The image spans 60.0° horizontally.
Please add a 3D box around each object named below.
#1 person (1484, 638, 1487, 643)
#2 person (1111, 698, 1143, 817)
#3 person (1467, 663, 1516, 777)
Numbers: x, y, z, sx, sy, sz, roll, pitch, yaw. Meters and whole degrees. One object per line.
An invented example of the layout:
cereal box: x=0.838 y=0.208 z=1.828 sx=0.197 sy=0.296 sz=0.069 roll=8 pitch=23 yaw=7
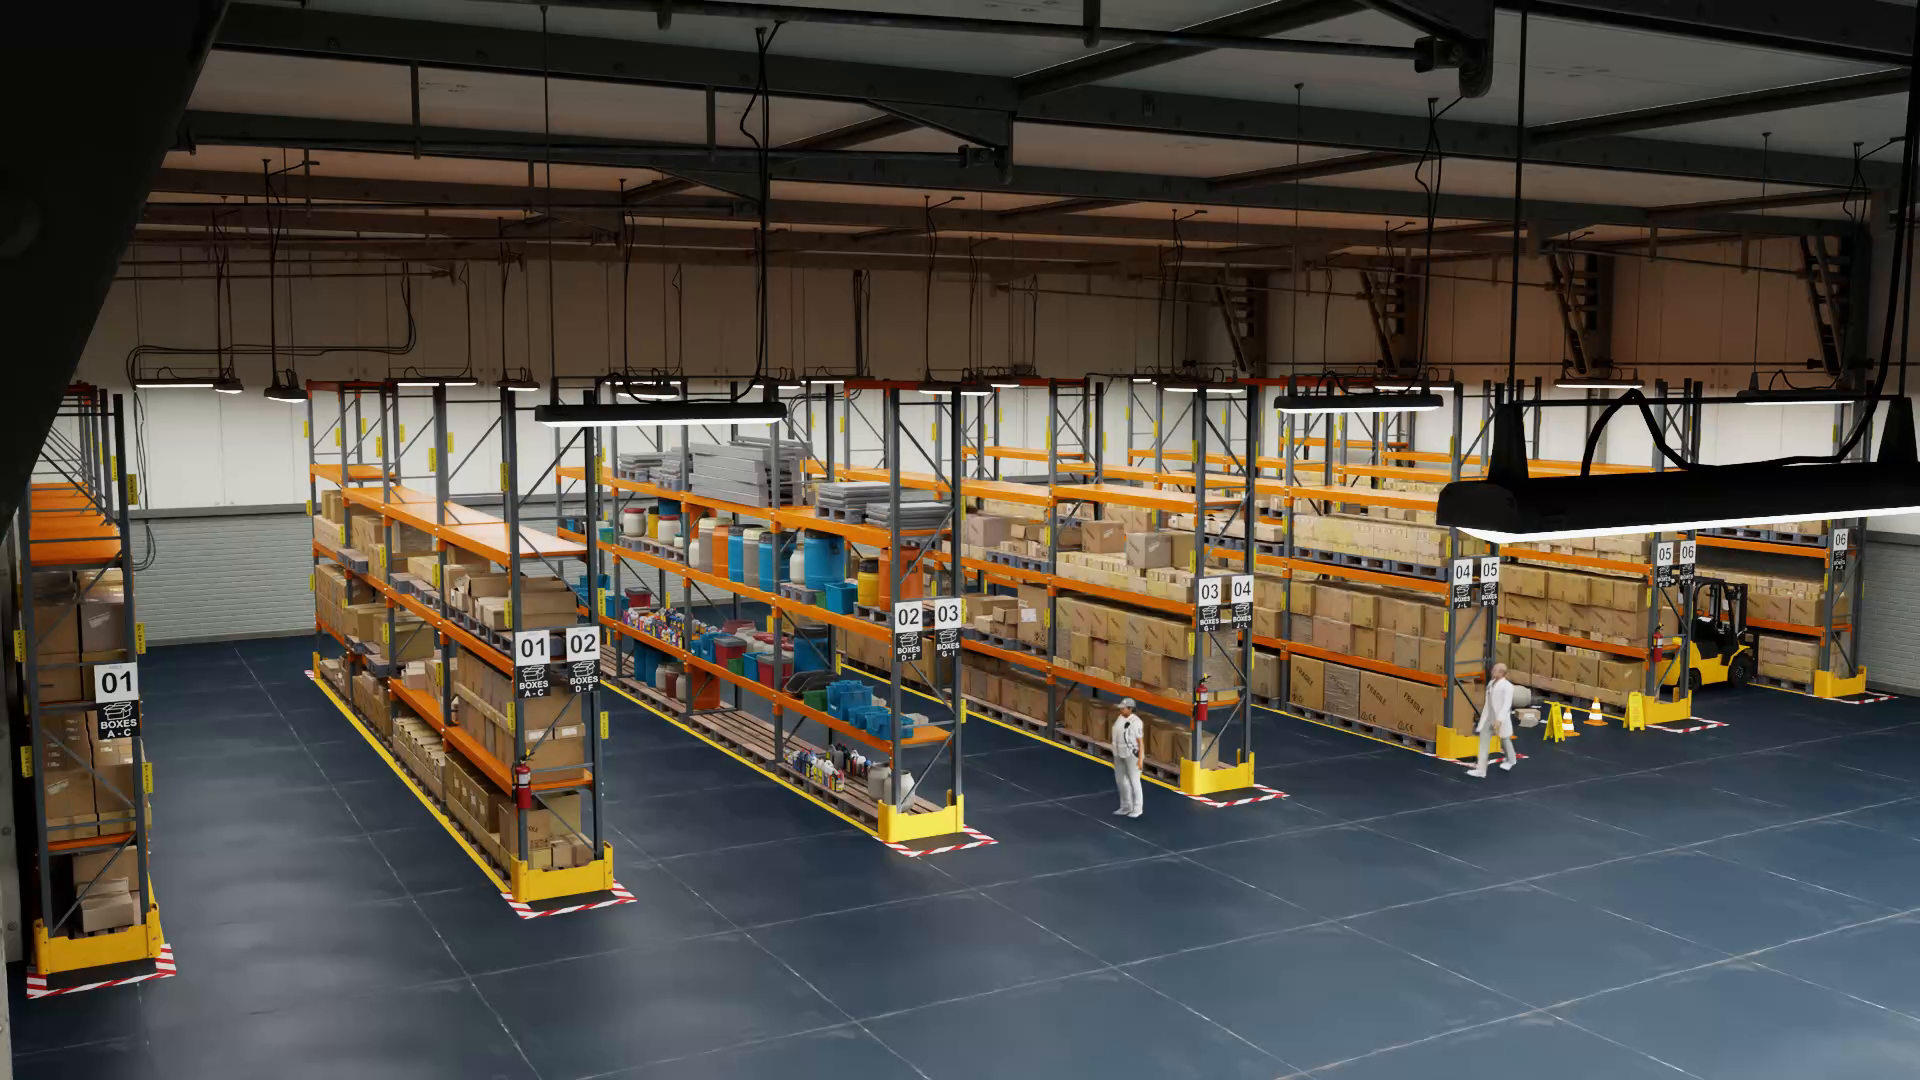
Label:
person: x=11.690 y=1.459 z=37.525 sx=0.607 sy=1.801 sz=0.689 roll=-5 pitch=8 yaw=-42
person: x=2.351 y=3.052 z=23.229 sx=0.405 sy=1.703 sz=0.571 roll=-5 pitch=8 yaw=-40
person: x=8.233 y=2.752 z=25.541 sx=0.526 sy=1.737 sz=1.118 roll=4 pitch=7 yaw=36
